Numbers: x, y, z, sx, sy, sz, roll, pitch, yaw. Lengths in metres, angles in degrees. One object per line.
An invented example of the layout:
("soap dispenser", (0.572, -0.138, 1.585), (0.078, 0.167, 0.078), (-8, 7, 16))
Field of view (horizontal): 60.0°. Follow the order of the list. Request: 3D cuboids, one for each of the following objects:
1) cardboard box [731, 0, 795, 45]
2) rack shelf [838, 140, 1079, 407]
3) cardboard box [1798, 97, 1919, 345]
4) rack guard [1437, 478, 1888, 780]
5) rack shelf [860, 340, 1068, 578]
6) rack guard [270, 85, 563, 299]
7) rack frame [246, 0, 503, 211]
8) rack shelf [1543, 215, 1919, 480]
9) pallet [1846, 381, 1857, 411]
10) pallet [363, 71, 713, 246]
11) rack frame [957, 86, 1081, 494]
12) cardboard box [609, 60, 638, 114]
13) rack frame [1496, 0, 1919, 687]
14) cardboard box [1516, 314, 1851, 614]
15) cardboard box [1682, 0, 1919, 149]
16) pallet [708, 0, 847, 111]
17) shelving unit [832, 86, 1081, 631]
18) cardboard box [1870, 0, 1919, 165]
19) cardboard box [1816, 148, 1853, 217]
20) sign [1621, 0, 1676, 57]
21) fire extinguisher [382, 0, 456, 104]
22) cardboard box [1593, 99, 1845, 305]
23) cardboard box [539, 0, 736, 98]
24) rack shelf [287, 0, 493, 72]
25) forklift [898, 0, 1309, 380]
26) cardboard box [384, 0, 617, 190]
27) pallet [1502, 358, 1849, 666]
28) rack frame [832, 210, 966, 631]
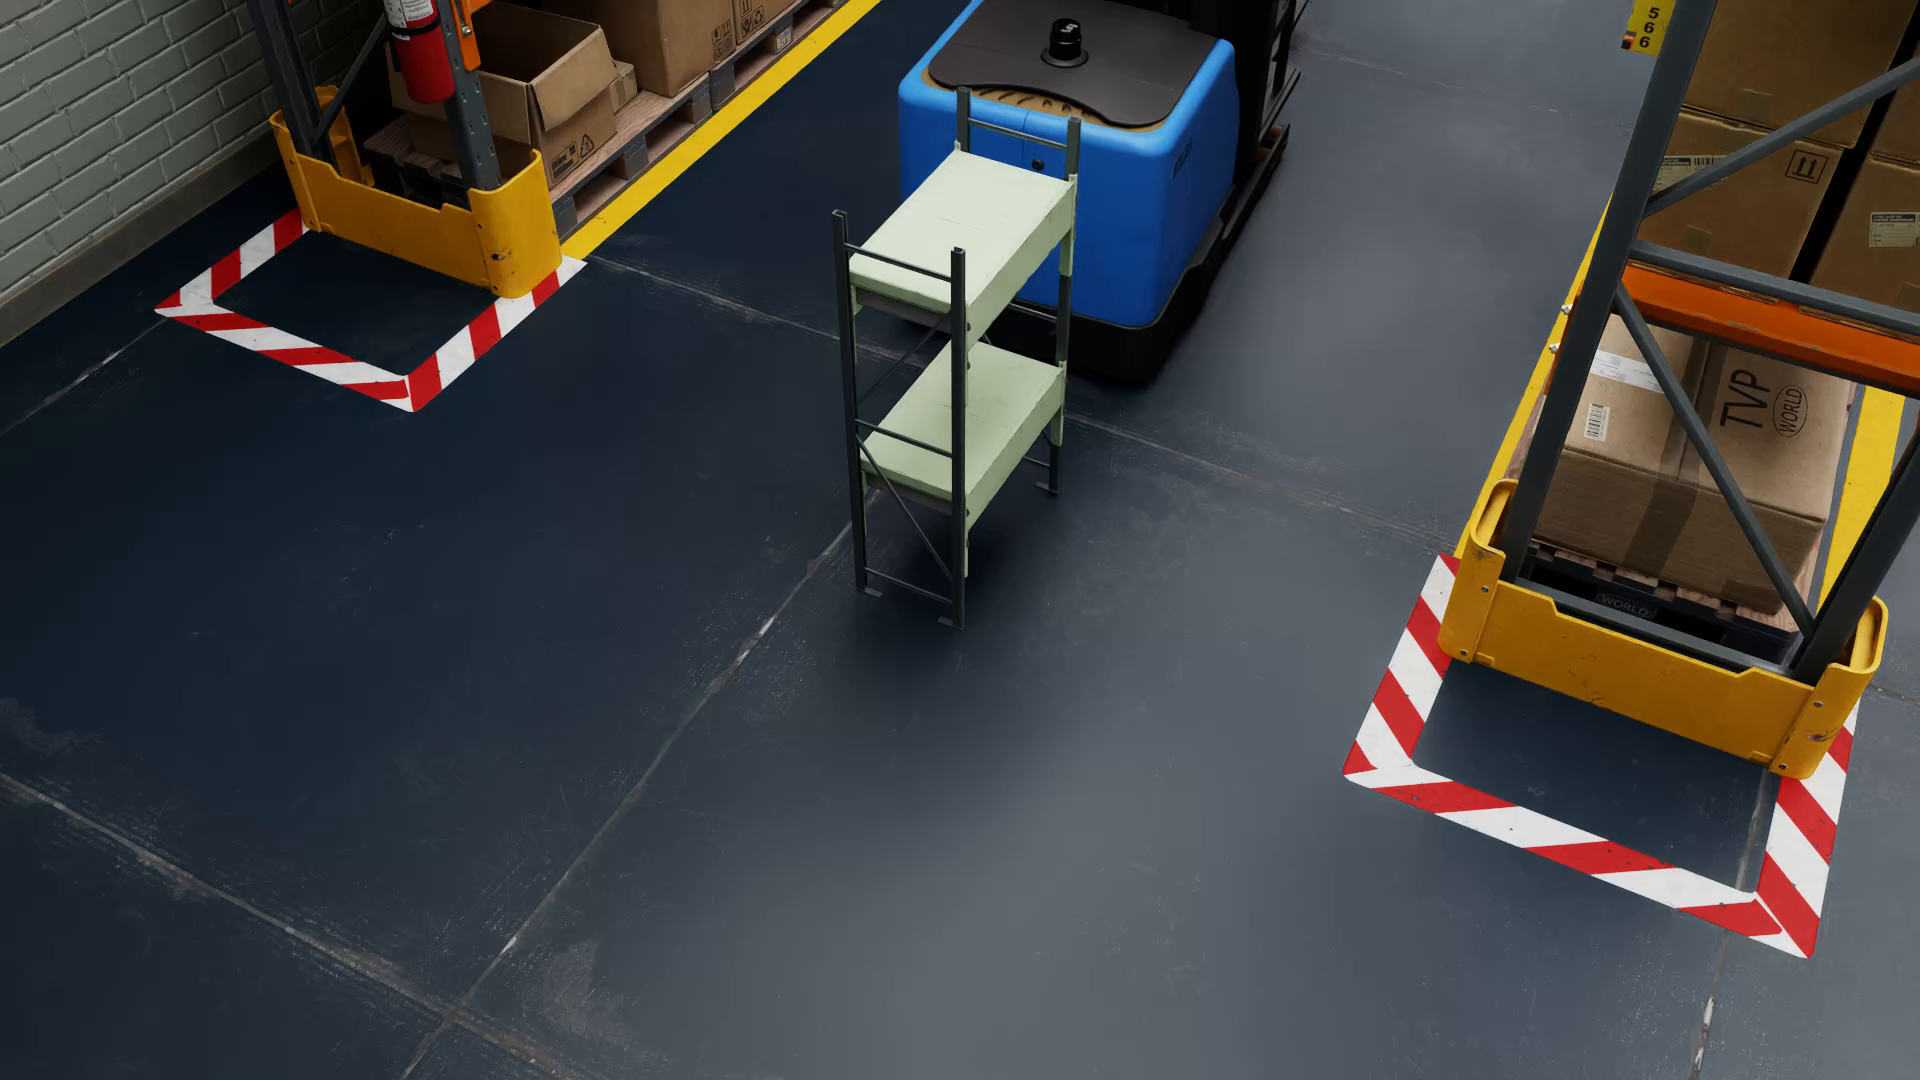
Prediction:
("cardboard box", (-1.124, -2.713, 7.784), (0.500, 0.500, 0.500), (21, 49, 20))
("rack shelf", (0.003, -0.806, 4.943), (0.431, 0.370, 0.720), (20, 49, 19))
("cardboard box", (2.618, -0.871, 4.431), (0.500, 0.500, 0.500), (20, 49, 19))
("rack guard", (2.130, 0.266, 5.136), (1.175, 0.500, 0.348), (20, 49, 19))
("rack shelf", (0.003, -0.302, 5.453), (0.431, 0.370, 0.720), (20, 49, 19))
("rack guard", (-2.222, -1.433, 6.815), (1.175, 0.500, 0.348), (20, 49, 19))
("rack frame", (-2.257, -2.264, 5.879), (1.000, 3.000, 0.127), (20, 49, 19))
("rack shelf", (3.069, -1.635, 5.763), (1.077, 0.370, 4.000), (20, 49, 19))
("pallet", (3.010, -0.943, 6.533), (1.003, 0.211, 1.213), (20, 49, 19))
("pallet", (-1.853, -1.834, 7.415), (1.003, 0.211, 1.213), (20, 49, 19))
("rack frame", (0.173, -0.762, 5.449), (0.400, 1.500, 0.023), (20, 49, 19))
("cardboard box", (-1.658, -2.019, 7.345), (0.380, 0.149, 0.250), (19, 48, 18))
("rack frame", (2.141, -0.628, 4.261), (1.000, 3.000, 0.127), (20, 49, 19))
("cardboard box", (2.359, -0.324, 5.467), (0.875, 0.438, 0.875), (19, 48, 18))
("cardboard box", (2.154, -1.397, 4.248), (0.500, 0.500, 0.500), (22, 49, 20))
("pallet", (-1.285, -2.600, 8.171), (1.003, 0.211, 1.213), (20, 49, 19))
("shelving unit", (0.003, -0.531, 5.221), (0.431, 1.500, 0.755), (20, 49, 19))
("cardboard box", (2.616, -1.223, 4.076), (0.500, 0.500, 0.500), (19, 48, 18))
("cardboard box", (2.828, -1.198, 4.755), (0.500, 0.500, 0.500), (20, 49, 19))
("sign", (1.667, -1.306, 3.951), (0.100, 0.325, 0.005), (20, 49, 19))
("fire extinguisher", (-1.916, -1.861, 5.797), (0.296, 0.674, 0.183), (20, 49, 19))
("cardboard box", (2.130, -1.054, 4.613), (0.500, 0.500, 0.500), (21, 49, 19))
("cardboard box", (-1.458, -2.413, 7.488), (0.700, 0.500, 0.500), (22, 49, 21))
("rack shelf", (-1.329, -3.271, 7.380), (1.077, 0.370, 4.000), (20, 49, 19))
("forklift", (0.814, -2.694, 6.352), (1.130, 2.935, 3.031), (17, 48, 16))
("cardboard box", (-1.889, -1.888, 6.967), (0.797, 0.503, 0.637), (19, 48, 18))
("pallet", (2.443, -0.177, 5.777), (1.003, 0.211, 1.213), (20, 49, 19))
("rack frame", (-0.167, -0.301, 4.993), (0.400, 1.500, 0.023), (20, 49, 19))
